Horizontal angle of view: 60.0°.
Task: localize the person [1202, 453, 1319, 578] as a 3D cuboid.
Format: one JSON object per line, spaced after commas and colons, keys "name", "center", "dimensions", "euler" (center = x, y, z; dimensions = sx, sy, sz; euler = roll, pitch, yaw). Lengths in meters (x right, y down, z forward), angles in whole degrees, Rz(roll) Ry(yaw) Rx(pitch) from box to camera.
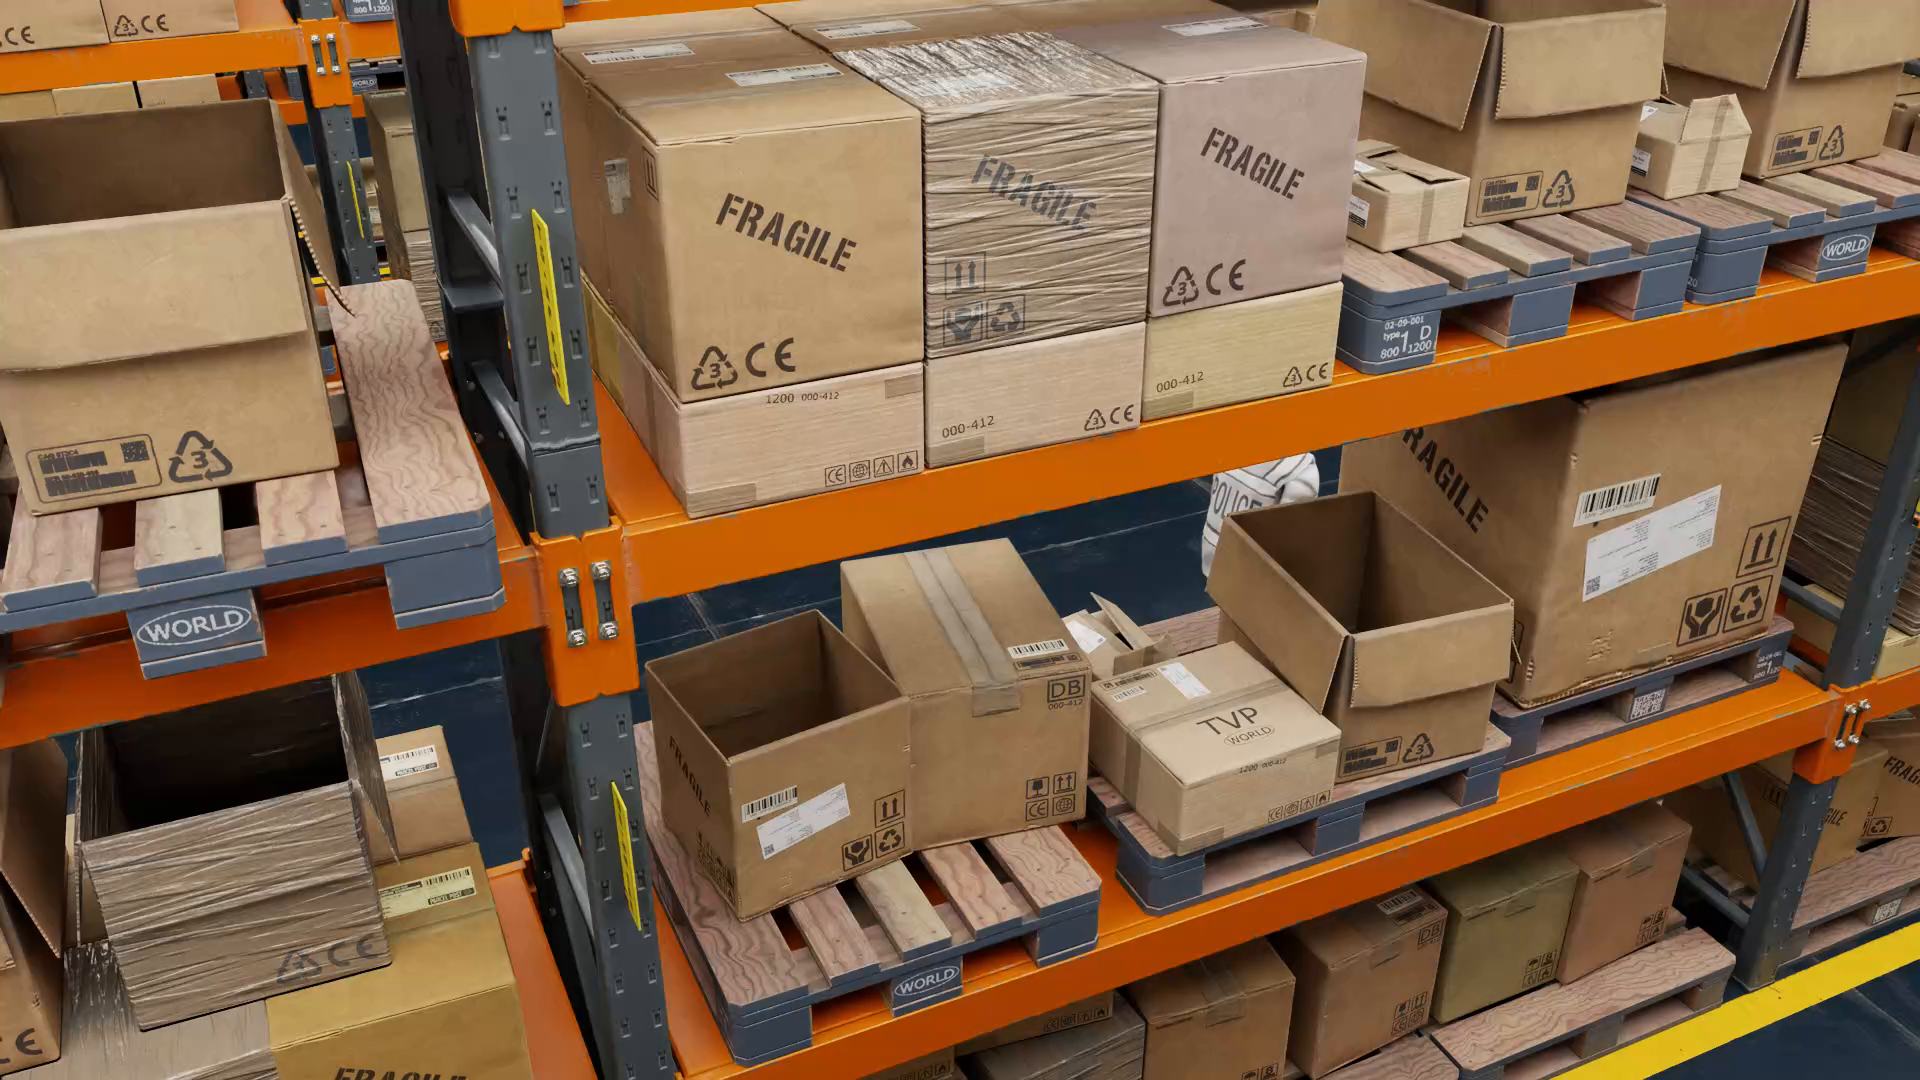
{"name": "person", "center": [1.248, 0.125, 6.896], "dimensions": [0.447, 1.747, 0.603], "euler": [-15, 33, -25]}
